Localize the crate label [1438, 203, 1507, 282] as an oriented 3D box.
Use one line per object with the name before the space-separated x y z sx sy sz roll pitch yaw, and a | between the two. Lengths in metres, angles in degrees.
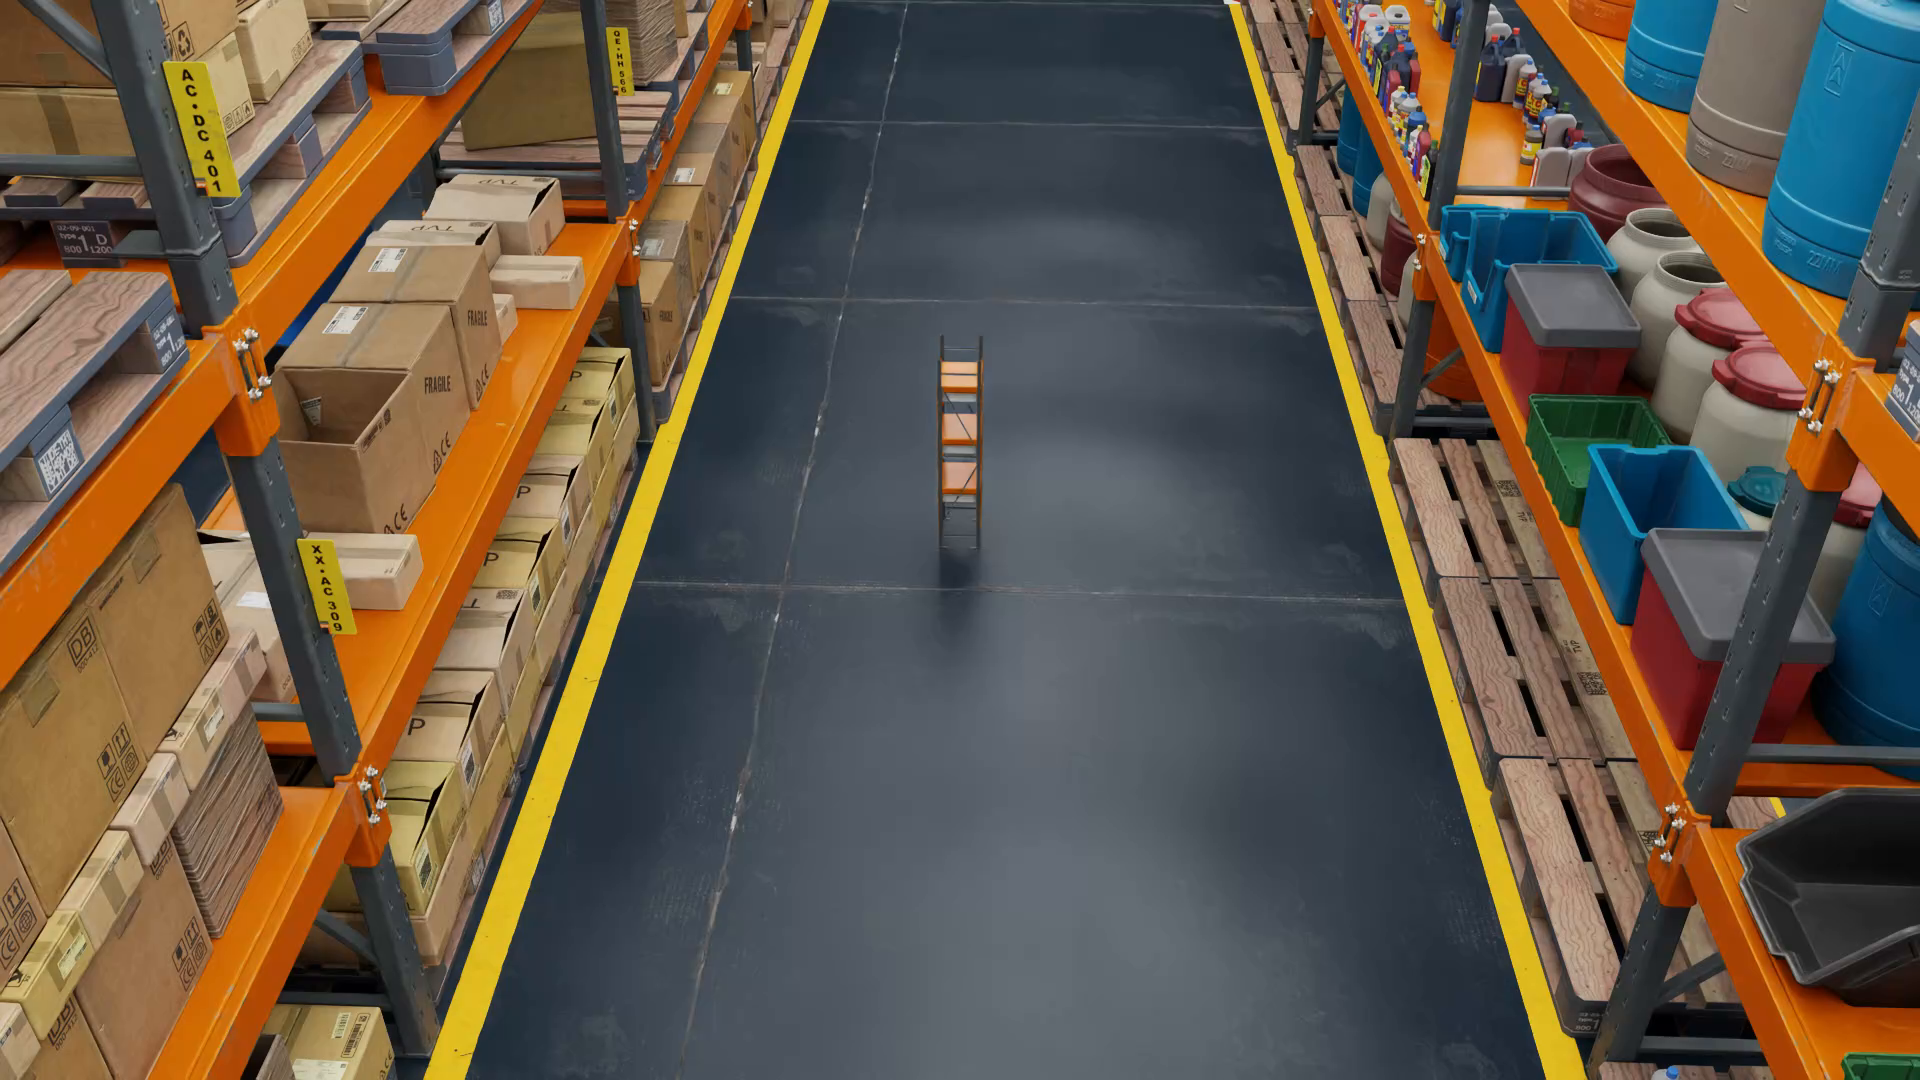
crate label | 2.403 -1.372 7.739 0.303 0.233 0.416 1 35 2

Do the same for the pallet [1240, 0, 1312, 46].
pallet | 3.043 -4.657 14.692 1.003 0.211 1.213 1 35 2

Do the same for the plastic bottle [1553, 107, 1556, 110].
plastic bottle | 3.190 -2.242 9.005 0.097 0.201 0.097 0 35 0

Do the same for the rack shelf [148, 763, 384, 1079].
rack shelf | -2.396 1.951 3.491 1.077 0.370 4.000 1 35 2

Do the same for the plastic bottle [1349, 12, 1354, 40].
plastic bottle | 2.501 -3.246 10.432 0.097 0.201 0.097 0 35 0

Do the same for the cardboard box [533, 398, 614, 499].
cardboard box | -1.945 -0.462 7.836 0.500 0.311 0.500 1 35 1

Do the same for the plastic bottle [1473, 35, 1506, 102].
plastic bottle | 3.043 -2.710 9.540 0.144 0.351 0.185 1 35 2

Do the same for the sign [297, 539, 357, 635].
sign | -1.761 0.133 4.630 0.100 0.325 0.005 1 35 2

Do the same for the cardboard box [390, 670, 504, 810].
cardboard box | -2.025 0.712 6.166 0.500 0.311 0.500 1 35 1

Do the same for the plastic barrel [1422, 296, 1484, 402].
plastic barrel | 2.797 -1.239 8.927 0.600 0.830 0.708 1 35 2

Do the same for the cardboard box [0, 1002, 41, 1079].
cardboard box | -2.165 1.092 3.437 0.380 0.149 0.250 2 35 3

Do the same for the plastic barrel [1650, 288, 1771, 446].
plastic barrel | 2.938 -0.646 6.443 0.433 0.535 0.433 0 35 0

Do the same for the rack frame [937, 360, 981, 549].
rack frame | -0.003 -0.390 7.892 0.200 1.050 0.008 1 35 2

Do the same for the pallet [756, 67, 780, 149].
pallet | -1.966 -3.342 12.822 1.003 0.211 1.213 1 35 2

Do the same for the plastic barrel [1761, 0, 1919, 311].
plastic barrel | 2.437 -1.105 4.170 0.600 0.901 0.708 1 35 2

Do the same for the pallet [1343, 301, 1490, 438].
pallet | 2.784 -0.987 9.471 1.003 0.211 1.213 1 35 2

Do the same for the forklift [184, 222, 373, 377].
forklift | -5.029 -2.466 9.209 3.031 2.935 1.130 6 36 9

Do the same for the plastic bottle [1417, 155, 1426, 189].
plastic bottle | 2.407 -1.901 8.519 0.097 0.201 0.097 0 35 0

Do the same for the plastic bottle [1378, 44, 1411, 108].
plastic bottle | 2.478 -2.643 9.445 0.144 0.351 0.185 1 35 2

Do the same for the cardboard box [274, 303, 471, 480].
cardboard box | -2.227 -0.565 6.358 0.500 0.500 0.500 1 35 2

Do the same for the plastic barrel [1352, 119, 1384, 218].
plastic barrel | 2.887 -2.567 10.753 0.600 0.901 0.708 1 35 2

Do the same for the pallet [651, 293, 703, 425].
pallet | -2.087 -1.078 9.600 1.003 0.211 1.213 1 35 2

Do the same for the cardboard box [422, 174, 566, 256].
cardboard box | -2.213 -1.546 7.919 0.500 0.311 0.500 3 35 5

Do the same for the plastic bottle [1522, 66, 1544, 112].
plastic bottle | 3.226 -2.530 9.343 0.061 0.283 0.133 1 35 2

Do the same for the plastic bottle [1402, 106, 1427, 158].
plastic bottle | 2.424 -2.174 8.847 0.097 0.271 0.097 0 35 0

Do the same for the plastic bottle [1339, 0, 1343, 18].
plastic bottle | 2.518 -3.519 10.761 0.097 0.271 0.097 0 35 0

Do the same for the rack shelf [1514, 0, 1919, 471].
rack shelf | 2.714 -1.458 5.733 1.077 0.370 4.000 1 35 2

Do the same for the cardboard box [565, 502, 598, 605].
cardboard box | -1.973 0.056 7.588 0.500 0.250 0.500 2 35 3

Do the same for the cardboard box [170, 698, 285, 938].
cardboard box | -2.327 0.722 4.527 0.700 0.500 0.500 0 35 1

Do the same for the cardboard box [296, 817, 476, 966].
cardboard box | -2.052 1.235 5.911 0.500 0.250 0.500 1 35 1

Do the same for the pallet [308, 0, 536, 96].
pallet | -2.135 -1.906 5.909 1.003 0.211 1.213 3 35 4

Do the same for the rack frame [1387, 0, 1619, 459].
rack frame | 2.794 -1.674 8.023 1.000 3.000 0.127 1 35 2

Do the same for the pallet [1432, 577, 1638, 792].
pallet | 2.672 0.610 7.198 1.003 0.211 1.213 1 35 2

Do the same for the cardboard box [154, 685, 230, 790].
cardboard box | -2.125 0.504 4.273 0.380 0.149 0.250 1 35 1

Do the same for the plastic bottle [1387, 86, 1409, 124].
plastic bottle | 2.443 -2.425 9.265 0.097 0.201 0.097 0 35 0

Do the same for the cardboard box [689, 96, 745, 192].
cardboard box | -1.756 -2.672 11.235 0.500 0.500 0.500 1 35 2

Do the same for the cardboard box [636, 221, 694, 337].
cardboard box | -1.836 -1.504 9.572 0.500 0.500 0.500 0 35 0

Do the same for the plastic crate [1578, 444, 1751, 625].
plastic crate | 2.367 -0.010 5.670 0.392 0.384 0.575 1 35 2

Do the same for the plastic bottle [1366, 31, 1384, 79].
plastic bottle | 2.473 -2.875 9.844 0.097 0.271 0.097 0 35 0

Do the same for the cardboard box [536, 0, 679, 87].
cardboard box | -2.015 -2.889 9.300 0.700 0.500 0.500 8 36 11

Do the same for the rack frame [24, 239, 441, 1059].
rack frame | -2.316 0.508 4.919 1.000 3.000 0.127 1 35 2

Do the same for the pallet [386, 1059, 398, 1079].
pallet | -2.390 2.104 5.072 1.003 0.211 1.213 1 35 2

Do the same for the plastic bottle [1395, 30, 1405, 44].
plastic bottle | 2.634 -2.976 10.049 0.097 0.201 0.097 0 35 0

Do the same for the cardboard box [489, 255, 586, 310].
cardboard box | -1.915 -1.165 7.517 0.380 0.149 0.250 1 35 2

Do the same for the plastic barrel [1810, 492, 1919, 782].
plastic barrel | 2.952 0.204 4.915 0.600 0.901 0.708 1 35 2

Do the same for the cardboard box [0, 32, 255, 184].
cardboard box | -2.282 -1.184 4.482 0.500 0.250 0.500 5 35 7

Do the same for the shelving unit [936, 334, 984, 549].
shelving unit | 0.002 -0.460 7.992 0.215 1.050 0.252 1 35 2

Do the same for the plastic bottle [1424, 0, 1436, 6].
plastic bottle | 3.136 -3.649 11.006 0.097 0.201 0.097 0 35 0

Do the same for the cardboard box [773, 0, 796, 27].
cardboard box | -1.678 -4.579 14.165 0.500 0.250 0.500 1 35 2

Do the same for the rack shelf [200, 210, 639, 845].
rack shelf | -2.236 -0.347 6.761 1.077 0.370 4.000 1 35 2

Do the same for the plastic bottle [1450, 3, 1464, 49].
plastic bottle | 3.101 -3.178 10.275 0.097 0.271 0.097 0 35 0

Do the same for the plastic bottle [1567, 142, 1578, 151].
plastic bottle | 3.170 -1.956 8.597 0.097 0.201 0.097 0 35 0
